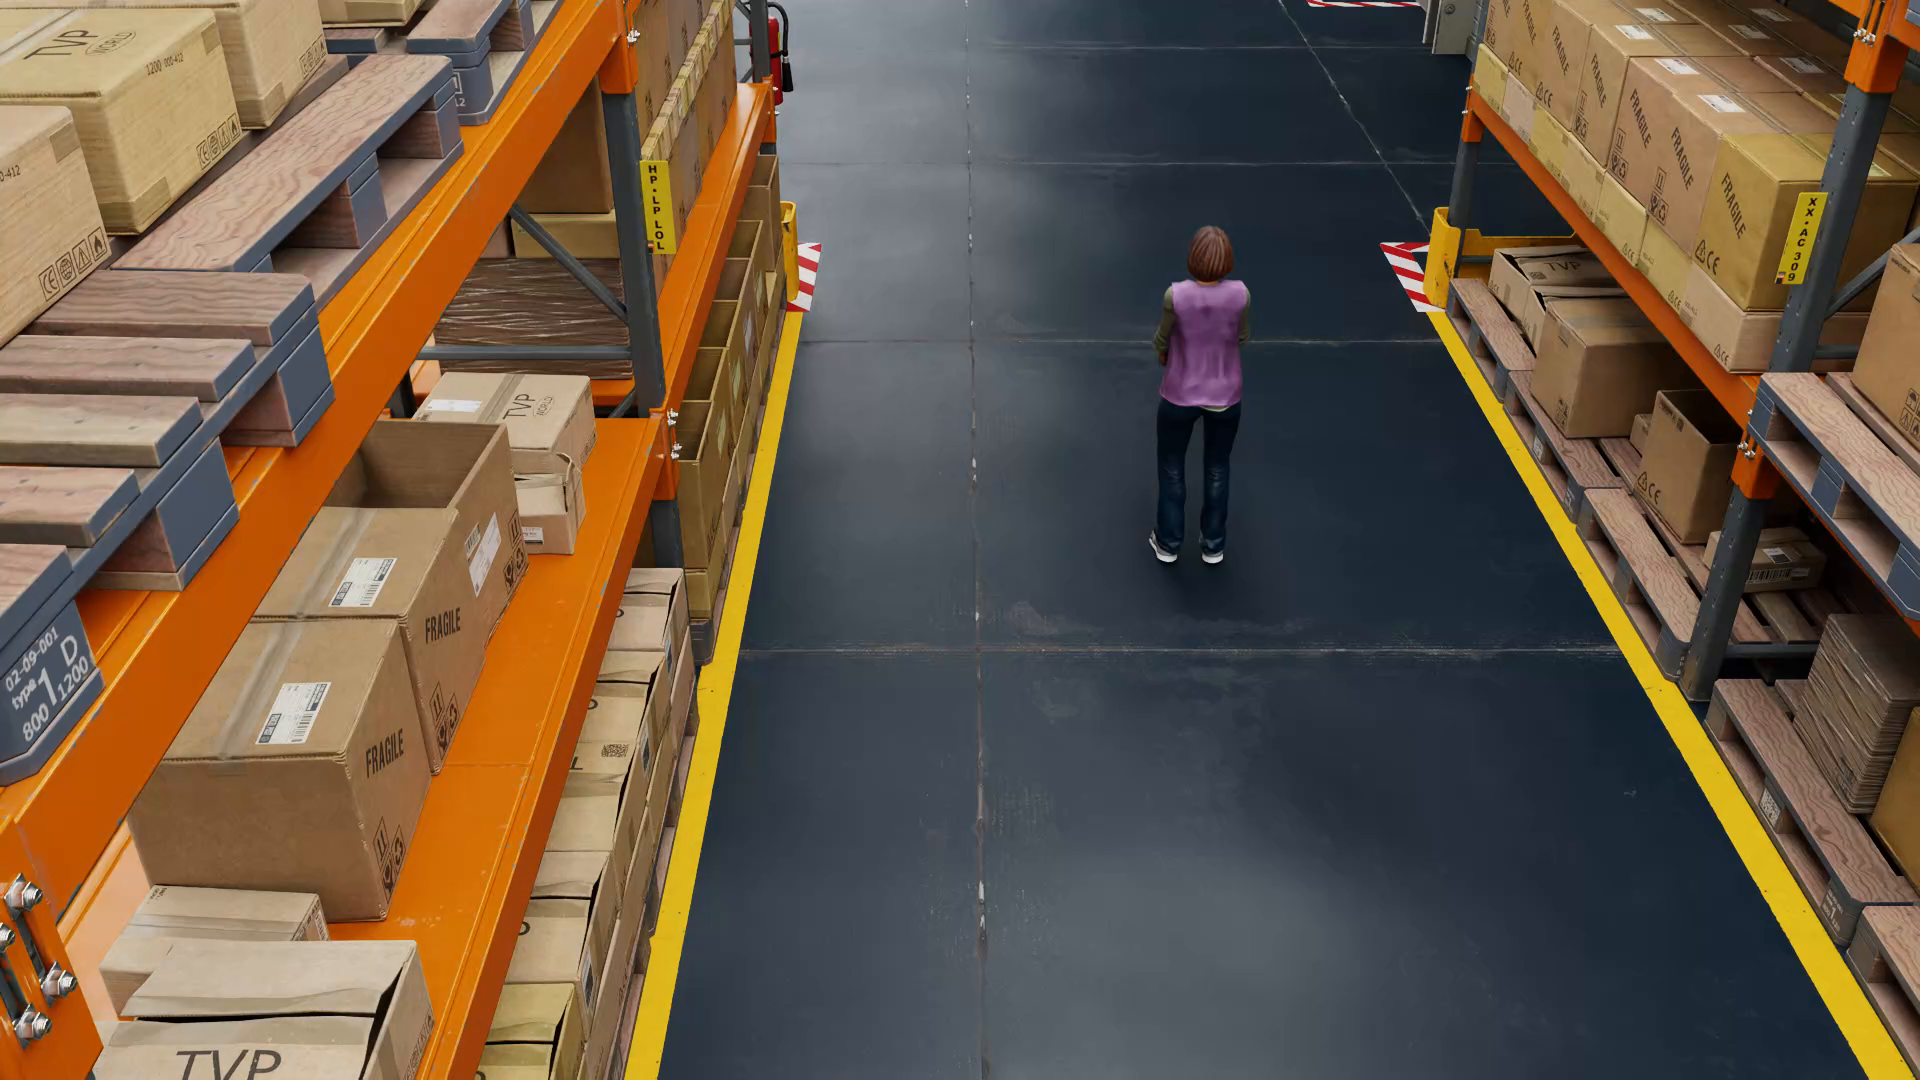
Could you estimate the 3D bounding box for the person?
[{"bbox_3d":[1.025,-0.653,7.196,0.407,1.588,0.494,0,32,0],"label":"person"}]
